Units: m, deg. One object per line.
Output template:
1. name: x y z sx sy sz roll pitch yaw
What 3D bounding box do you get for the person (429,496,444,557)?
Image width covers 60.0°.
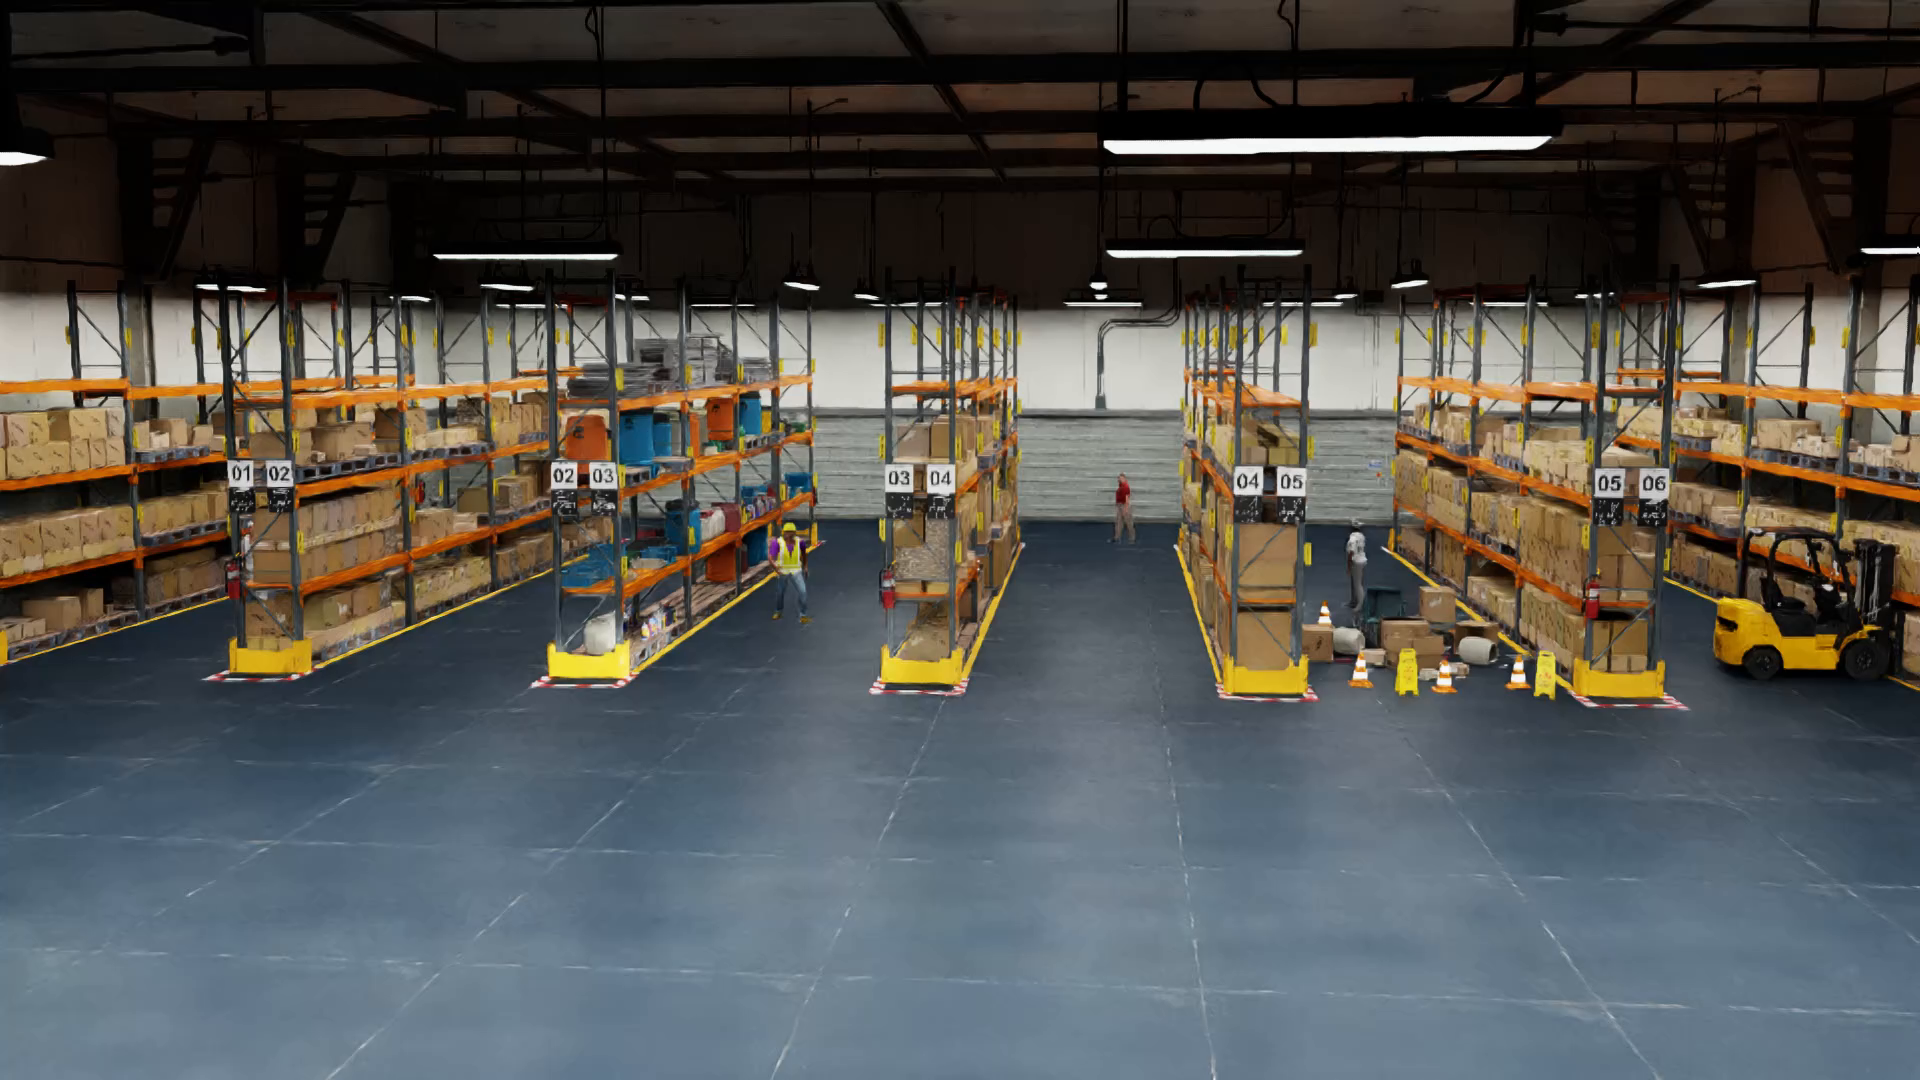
1. person: -11.096 -0.093 35.068 0.459 1.677 0.525 5 8 35

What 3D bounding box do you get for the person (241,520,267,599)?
1. person: -12.717 0.492 30.020 0.528 1.728 1.032 0 7 -3

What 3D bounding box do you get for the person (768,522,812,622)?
1. person: -2.858 0.517 27.763 0.699 1.686 0.845 -1 7 -11

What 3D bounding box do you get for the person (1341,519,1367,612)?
1. person: 7.255 0.452 30.594 0.549 1.665 0.573 5 8 35

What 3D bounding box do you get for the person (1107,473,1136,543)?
1. person: 3.952 -0.780 40.582 0.633 1.711 0.673 -2 7 -13
